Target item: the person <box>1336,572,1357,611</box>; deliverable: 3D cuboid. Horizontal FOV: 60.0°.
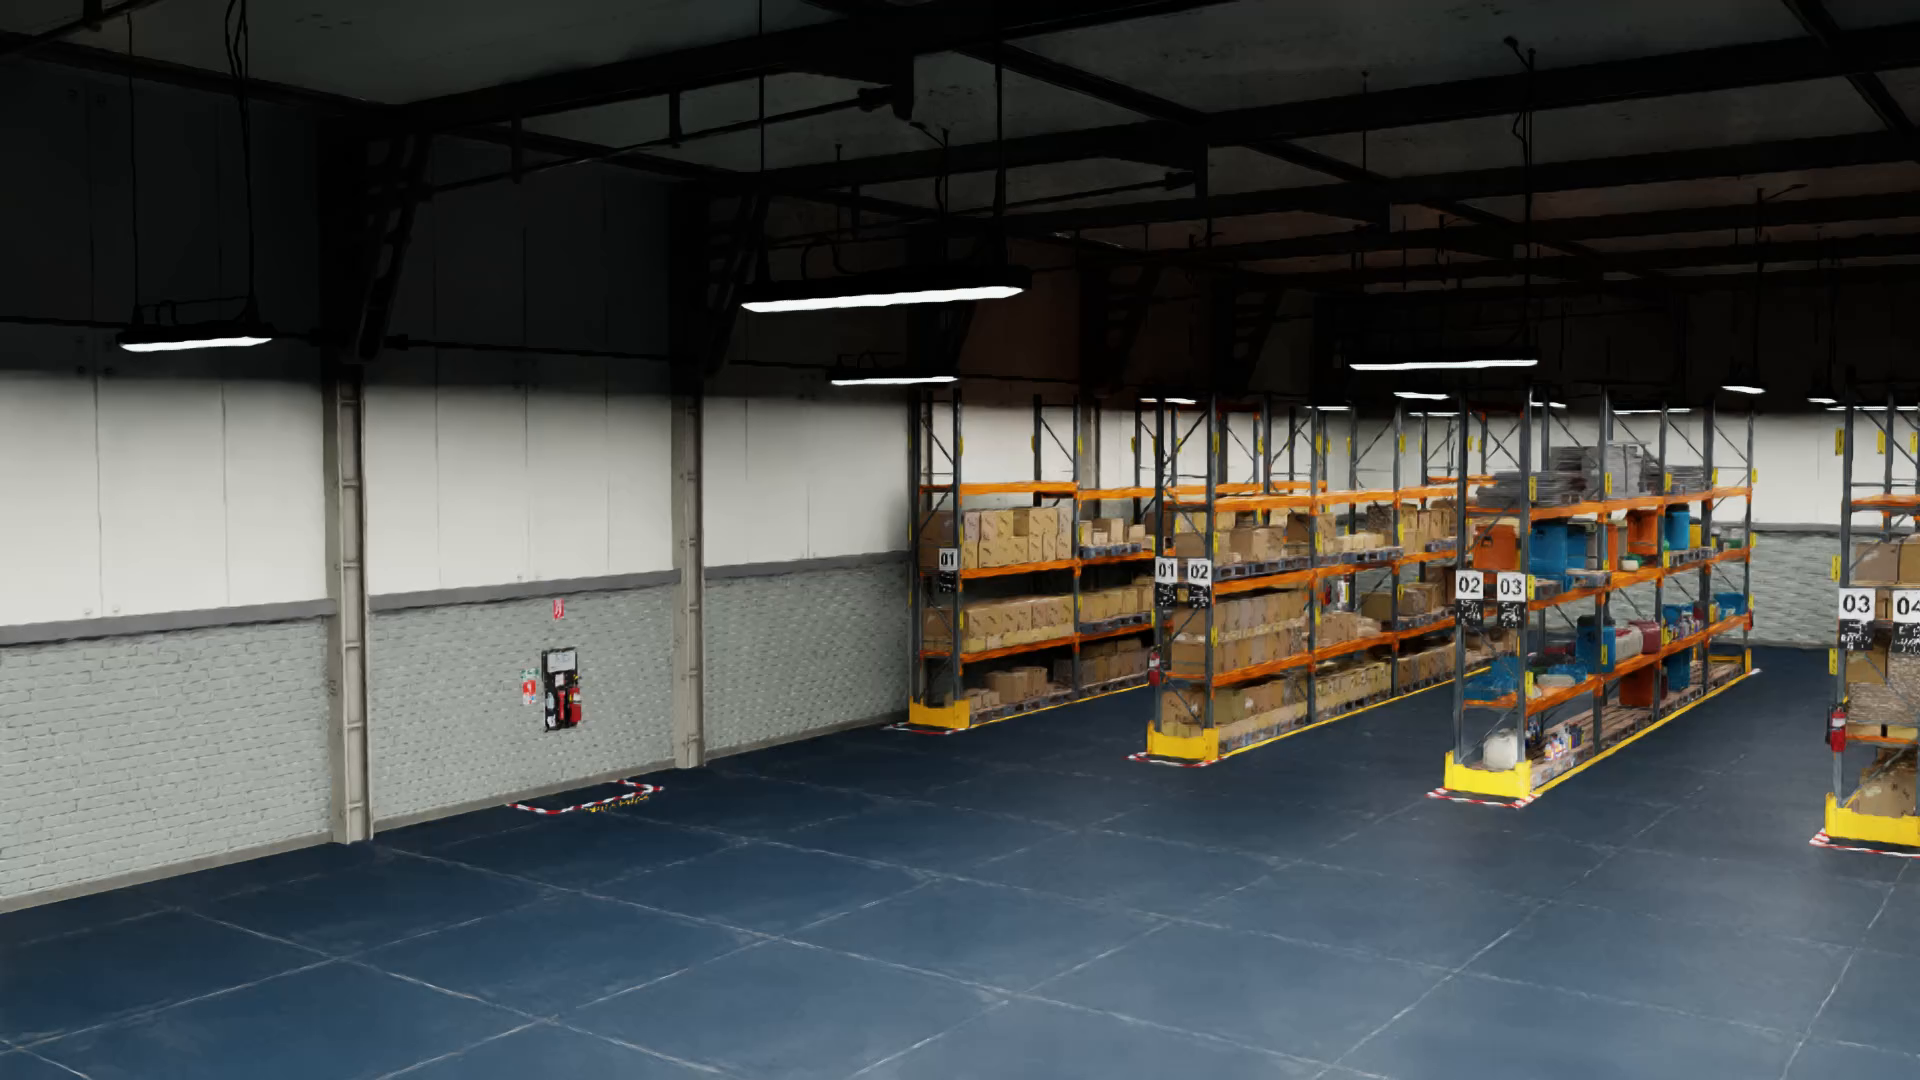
[{"bbox_3d":[10.093,1.636,43.259,0.726,1.778,0.541,-1,3,-18],"label":"person"}]
